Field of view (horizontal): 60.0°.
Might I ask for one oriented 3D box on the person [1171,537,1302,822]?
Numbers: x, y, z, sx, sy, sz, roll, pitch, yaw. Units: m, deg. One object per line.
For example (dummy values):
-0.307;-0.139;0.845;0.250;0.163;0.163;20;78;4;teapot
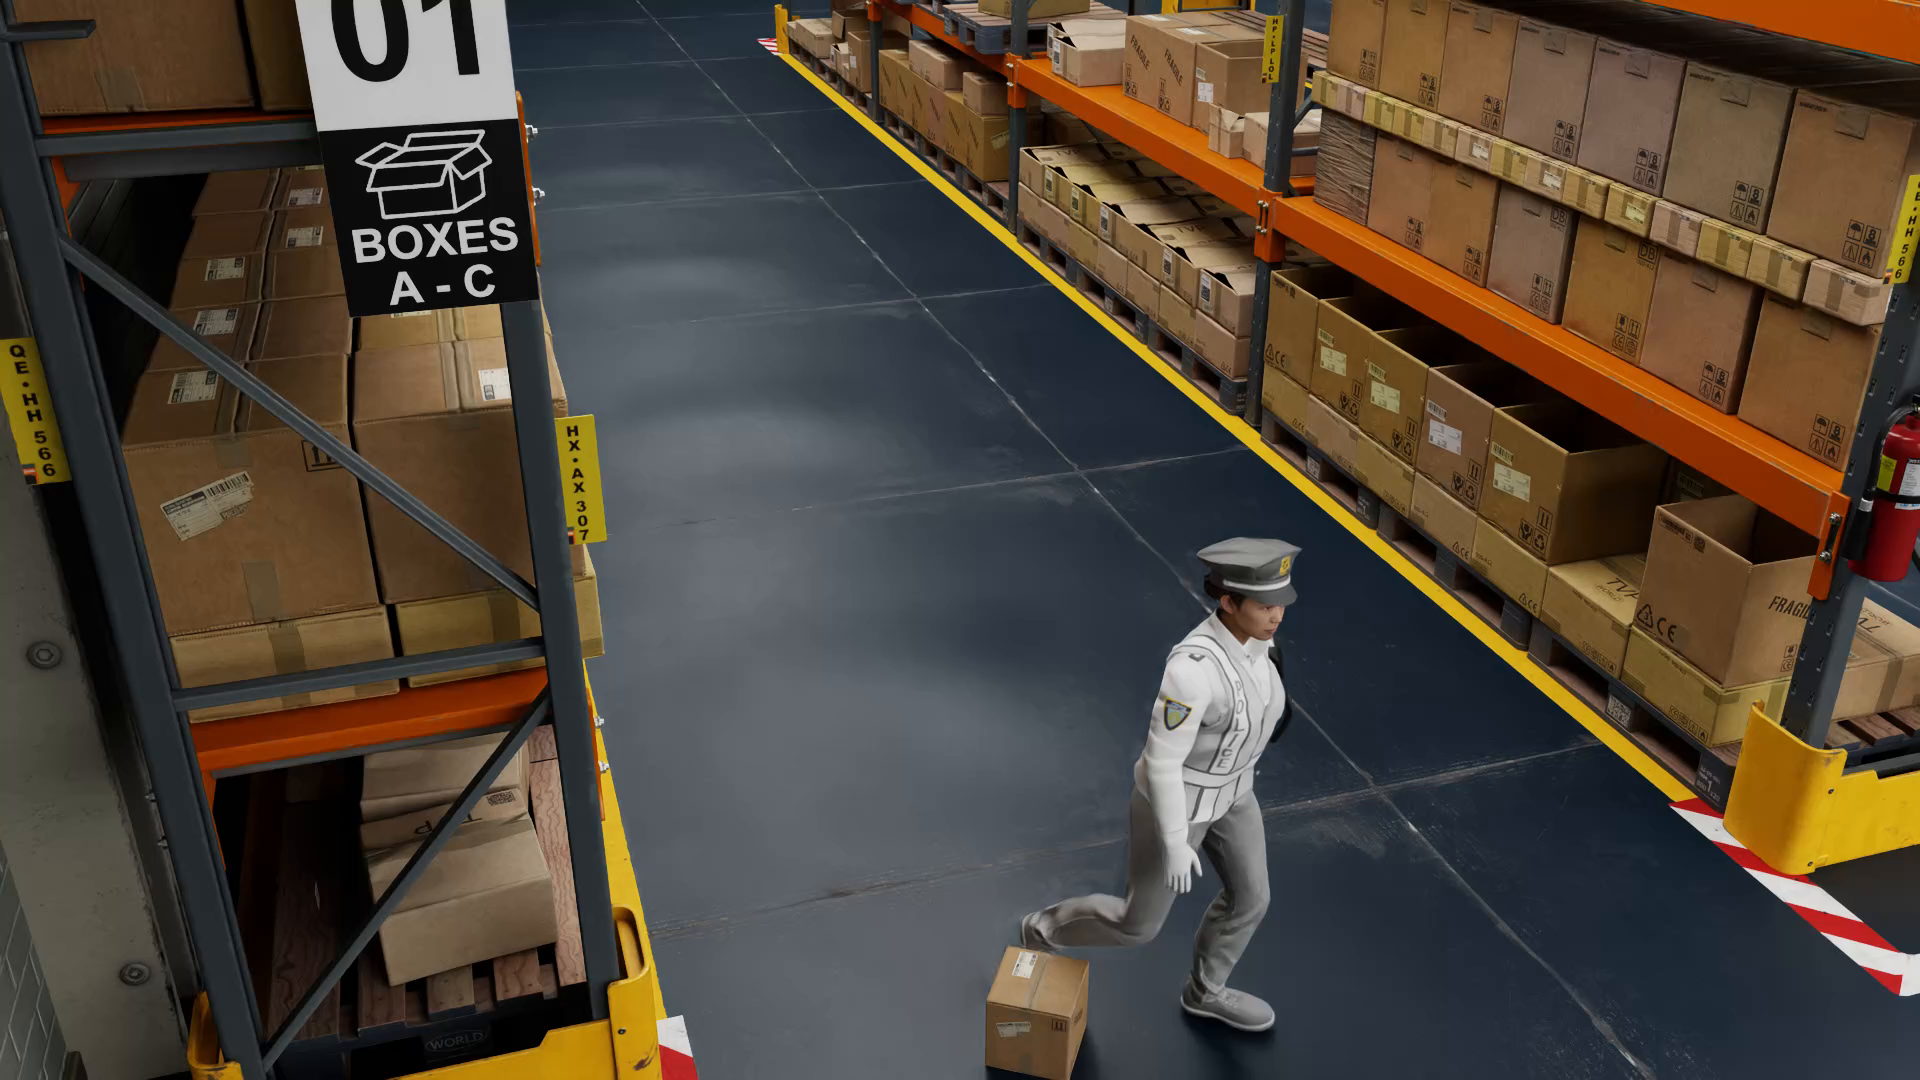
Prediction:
0.701;0.346;4.466;0.377;0.794;0.375;20;33;34;person
